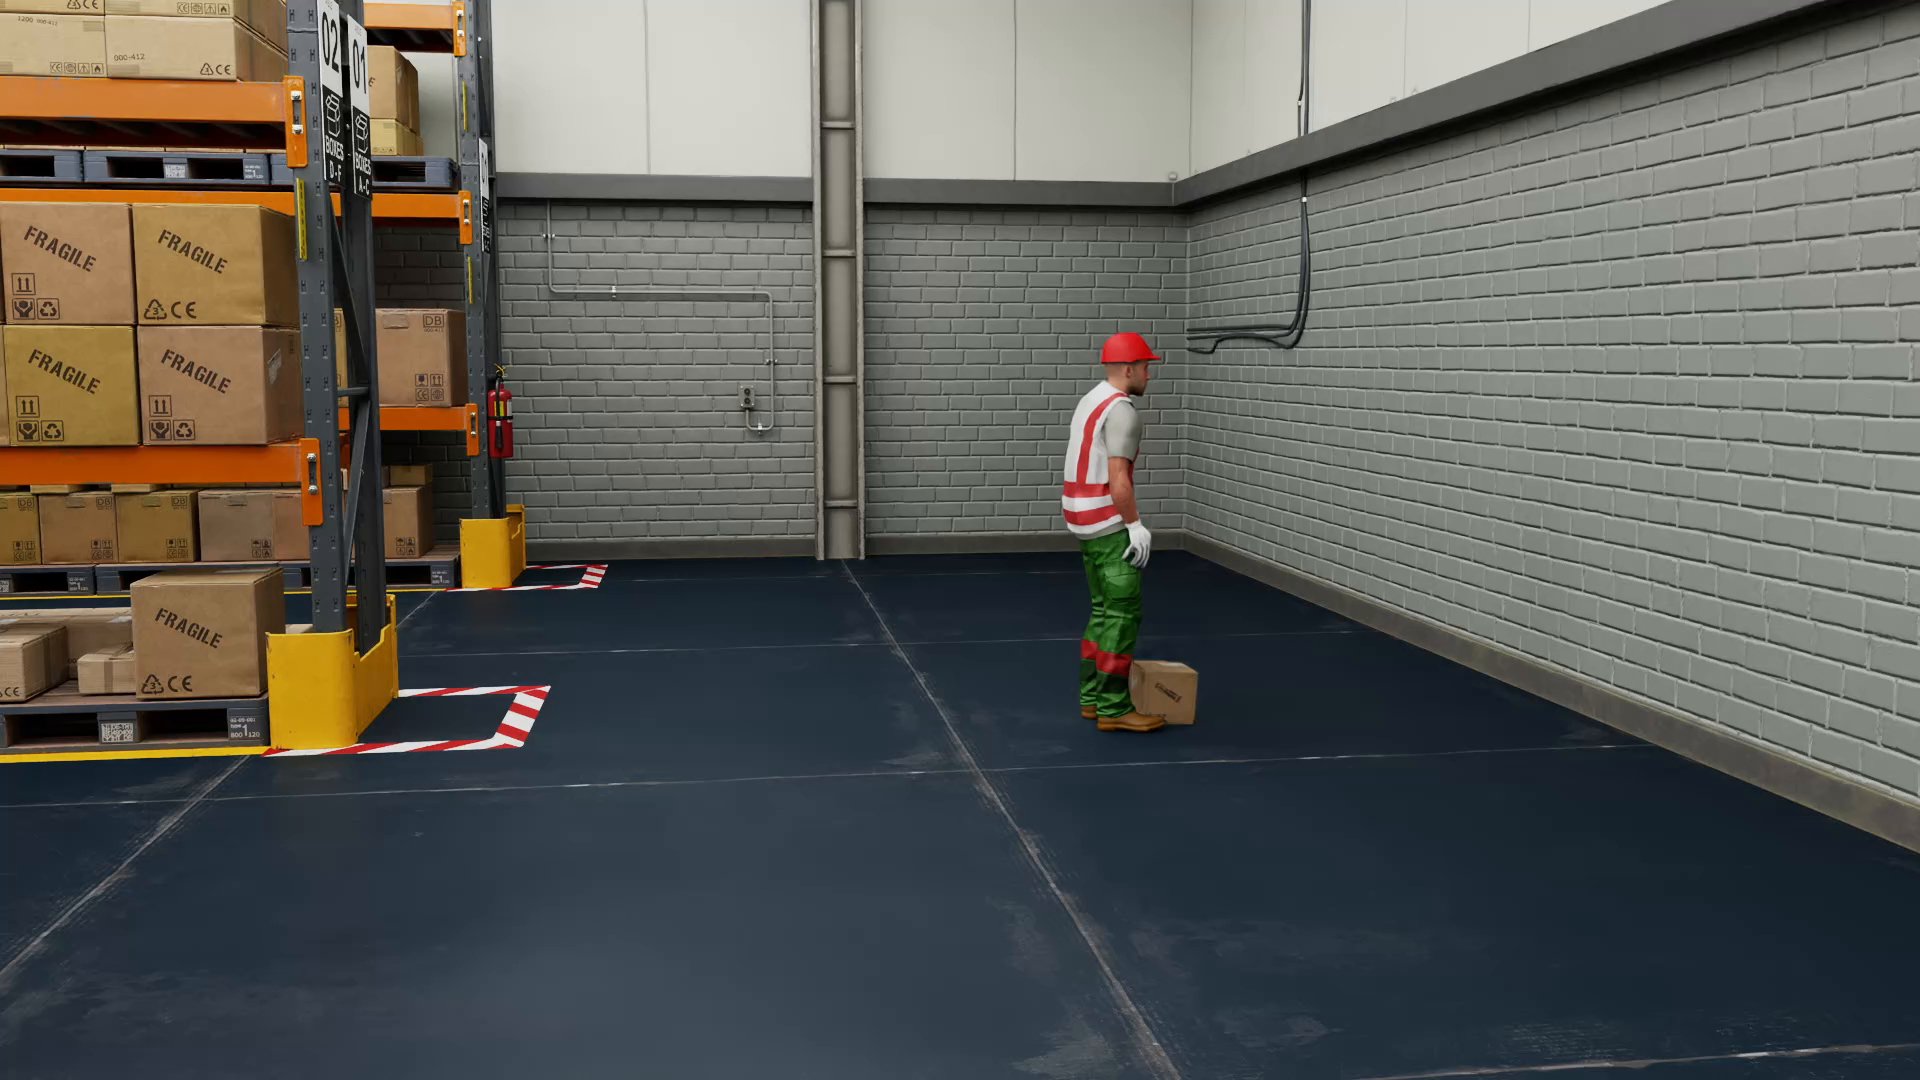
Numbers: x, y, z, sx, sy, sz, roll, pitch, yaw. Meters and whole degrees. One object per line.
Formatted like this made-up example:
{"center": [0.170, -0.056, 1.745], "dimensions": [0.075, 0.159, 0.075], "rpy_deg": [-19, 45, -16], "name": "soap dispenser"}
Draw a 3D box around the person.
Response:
{"center": [0.702, -0.047, 7.562], "dimensions": [0.441, 1.780, 0.579], "rpy_deg": [-1, 7, -11], "name": "person"}
